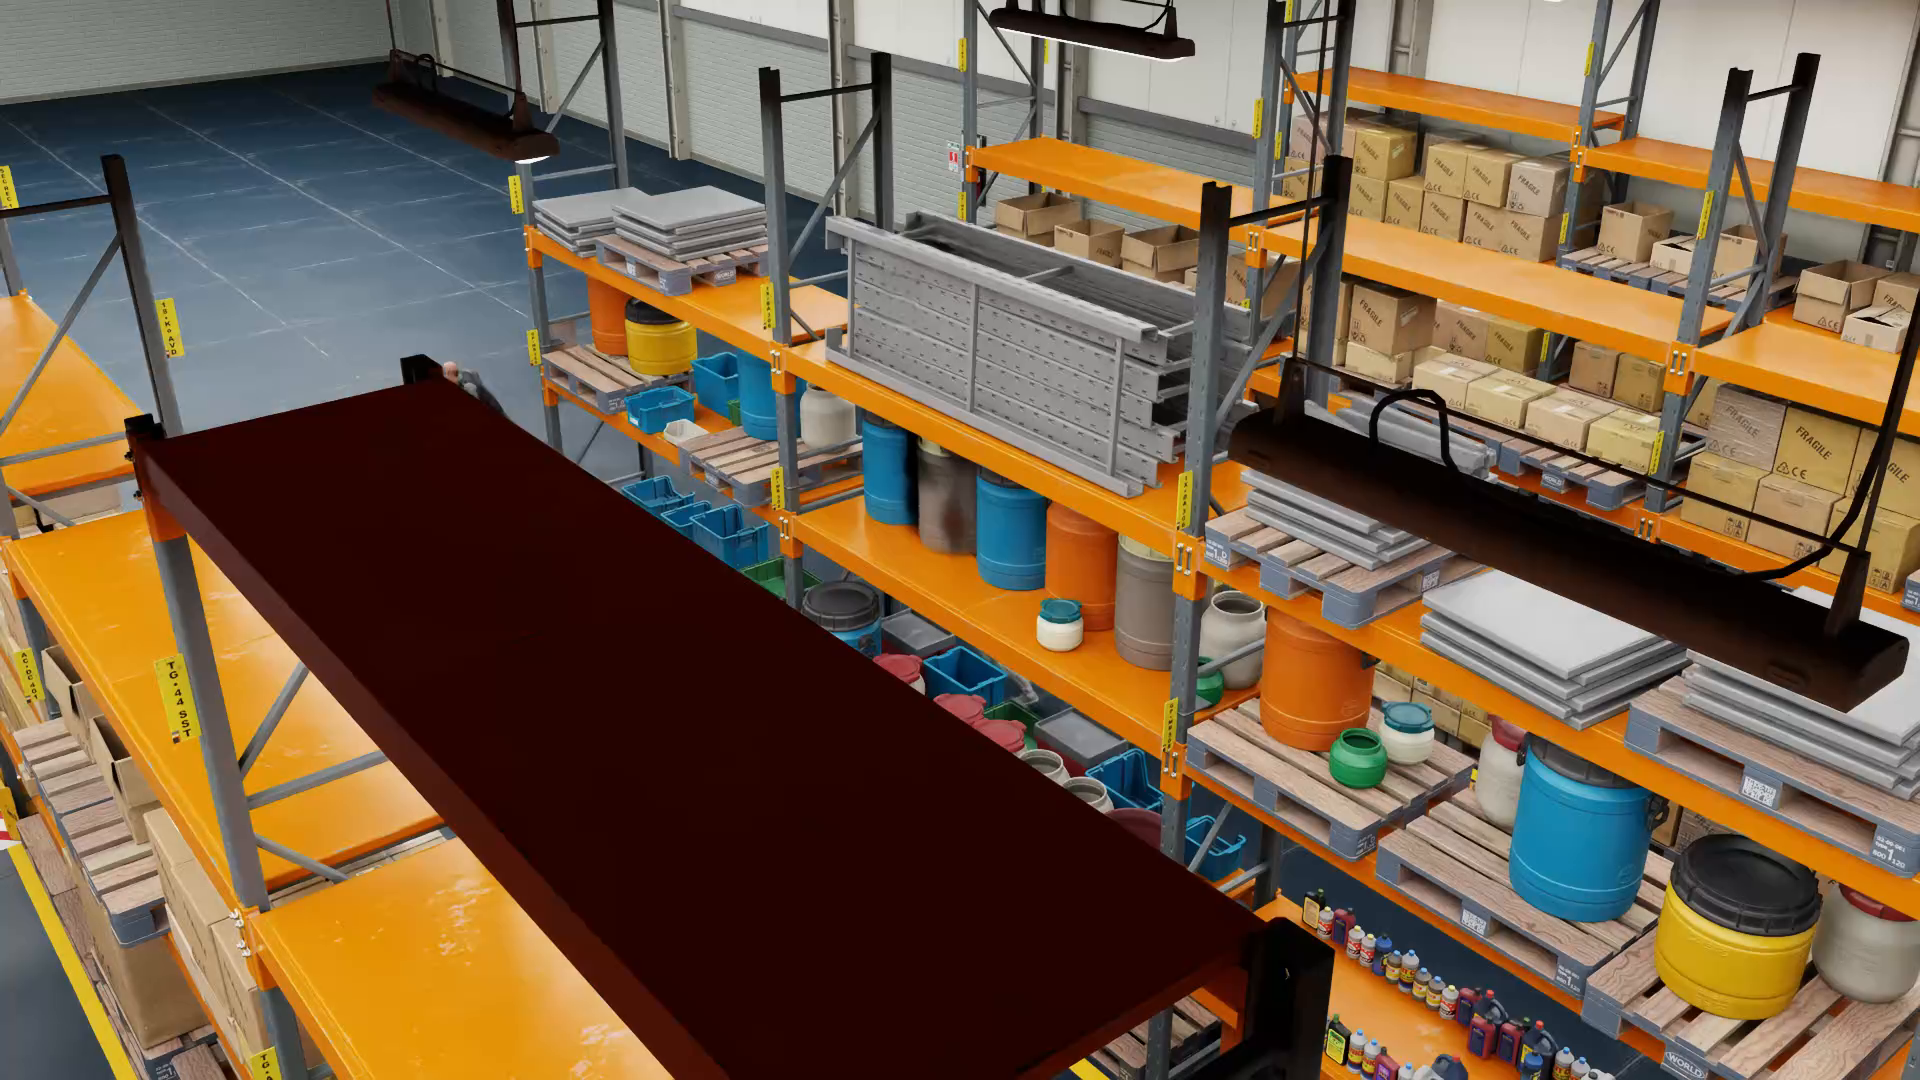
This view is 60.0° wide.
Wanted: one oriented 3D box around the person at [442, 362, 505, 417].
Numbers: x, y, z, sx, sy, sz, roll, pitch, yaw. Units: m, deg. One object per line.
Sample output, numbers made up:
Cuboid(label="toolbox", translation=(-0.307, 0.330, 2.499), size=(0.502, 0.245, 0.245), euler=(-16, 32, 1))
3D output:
Cuboid(label="person", translation=(-5.610, -1.387, 19.359), size=(0.863, 1.542, 0.685), euler=(-13, 29, -24))

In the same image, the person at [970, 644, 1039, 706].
Cuboid(label="person", translation=(0.326, 0.745, 14.988), size=(0.931, 1.593, 0.662), euler=(15, 30, 28))
